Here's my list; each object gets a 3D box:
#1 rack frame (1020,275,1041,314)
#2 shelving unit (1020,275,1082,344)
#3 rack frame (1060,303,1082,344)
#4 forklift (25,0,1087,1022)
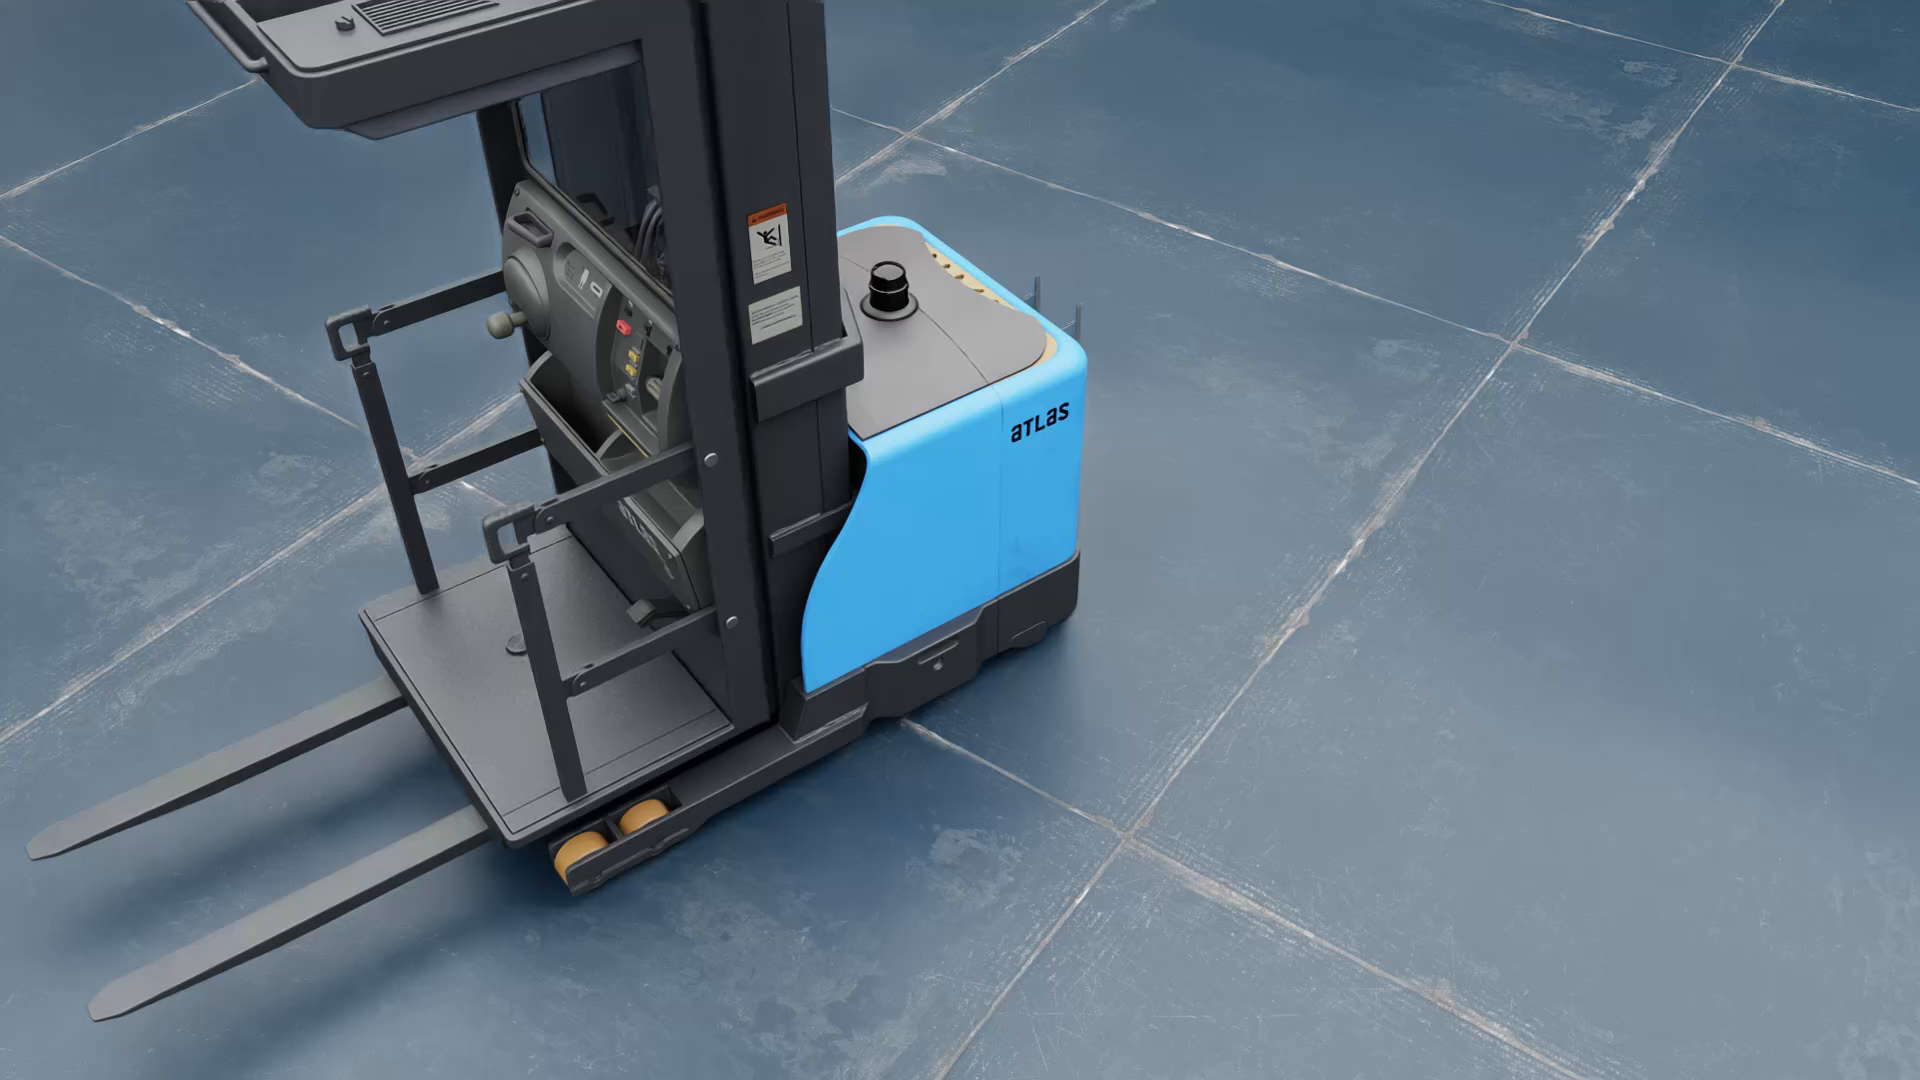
[{"bbox_3d":[0.164,-0.470,5.600,0.240,0.900,0.006,-27,48,-27],"label":"rack frame"},{"bbox_3d":[0.226,-0.416,5.540,0.258,0.900,0.210,-27,48,-27],"label":"shelving unit"},{"bbox_3d":[0.288,-0.362,5.480,0.240,0.900,0.006,-27,48,-27],"label":"rack frame"},{"bbox_3d":[-1.108,-0.515,4.128,3.031,2.935,1.130,-26,48,-26],"label":"forklift"}]
